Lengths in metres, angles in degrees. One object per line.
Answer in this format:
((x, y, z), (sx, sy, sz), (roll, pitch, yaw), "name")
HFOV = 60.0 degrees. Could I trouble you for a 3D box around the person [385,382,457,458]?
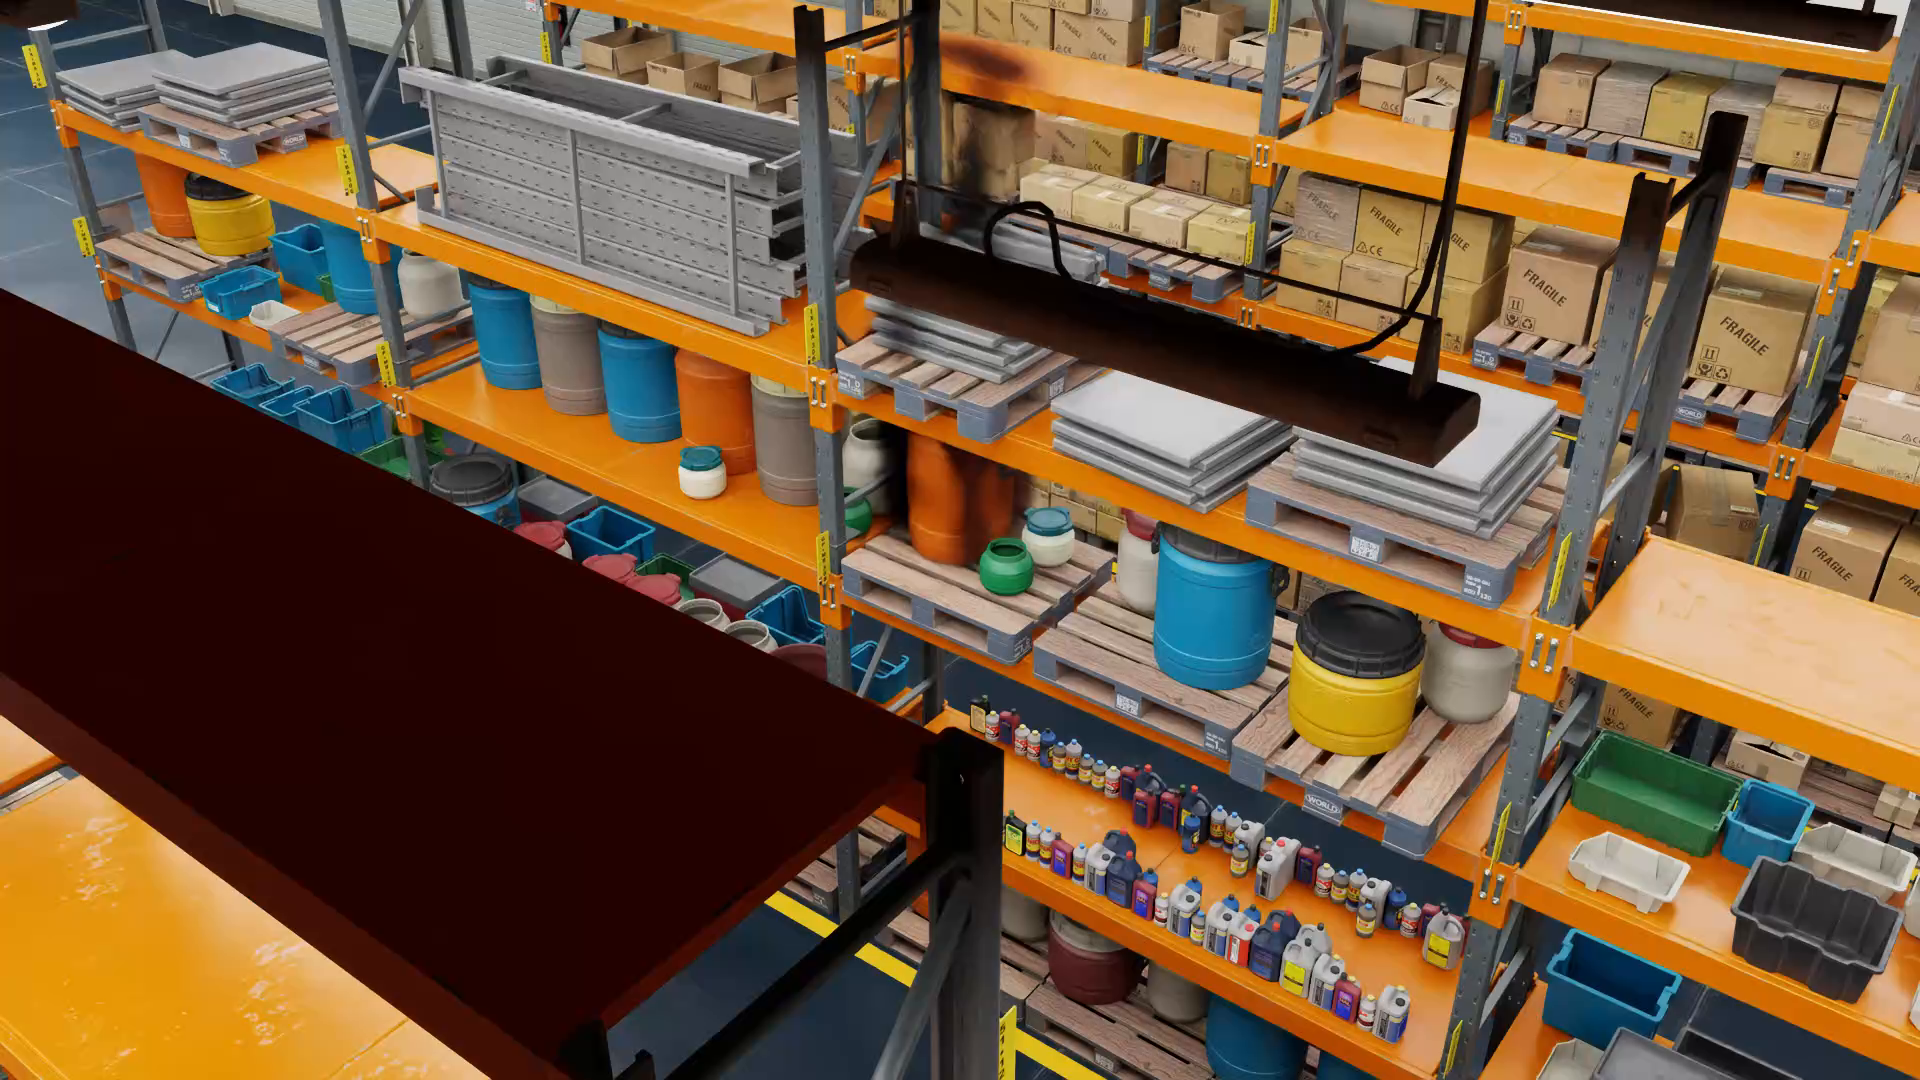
((-5.072, -1.208, 15.576), (1.134, 1.773, 0.660), (23, 38, 32), "person")
